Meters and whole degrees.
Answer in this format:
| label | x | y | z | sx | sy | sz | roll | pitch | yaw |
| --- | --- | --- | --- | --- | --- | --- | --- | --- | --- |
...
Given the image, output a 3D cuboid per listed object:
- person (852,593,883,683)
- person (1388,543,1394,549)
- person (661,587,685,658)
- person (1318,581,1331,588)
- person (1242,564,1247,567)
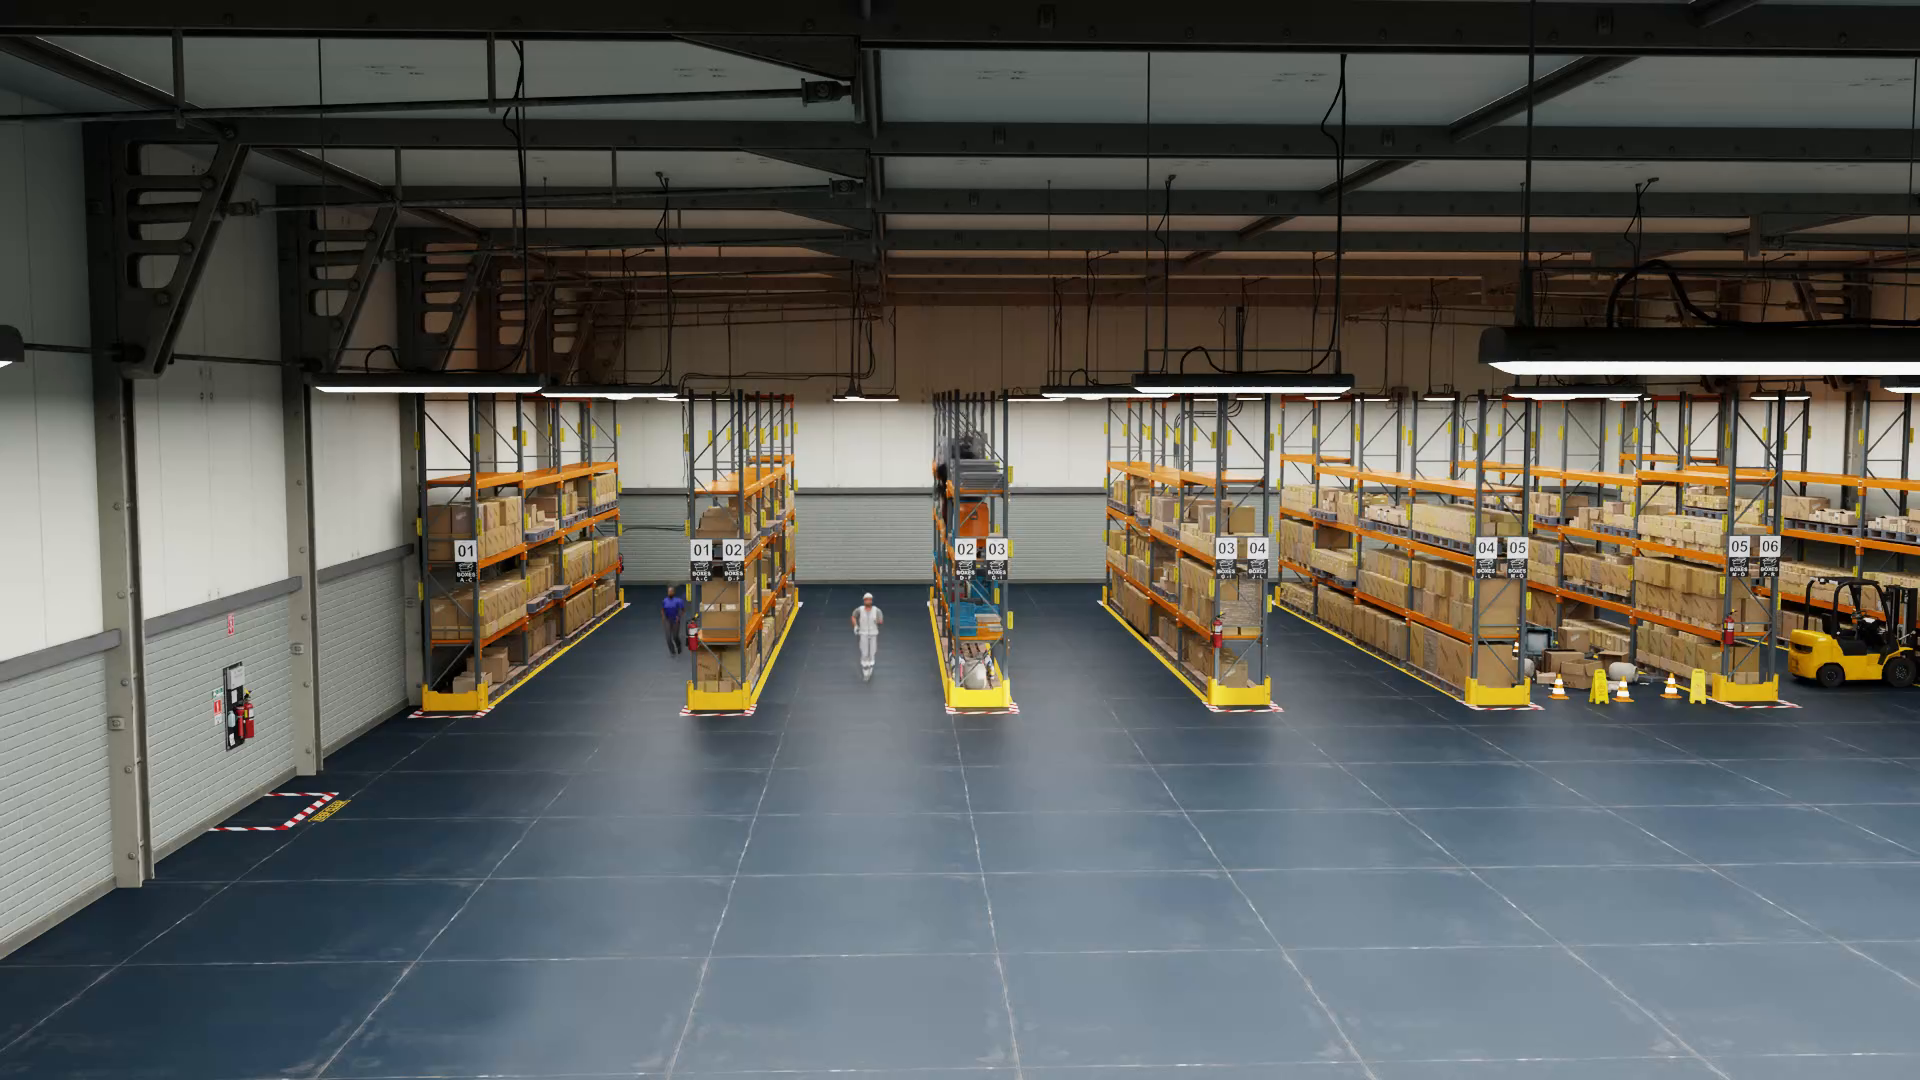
| label | x | y | z | sx | sy | sz | roll | pitch | yaw |
| --- | --- | --- | --- | --- | --- | --- | --- | --- | --- |
| person | -1.899 | 2.021 | 34.447 | 0.630 | 1.844 | 0.735 | -1 | 5 | -10 |
| person | 12.896 | 0.879 | 49.230 | 0.774 | 1.722 | 0.563 | 0 | 5 | 0 |
| person | -6.497 | 1.861 | 37.509 | 0.555 | 1.609 | 0.530 | 0 | 5 | 4 |
| person | 10.745 | 0.962 | 48.854 | 0.627 | 1.608 | 0.541 | -2 | 5 | -26 |
| person | 7.949 | 1.108 | 46.326 | 0.626 | 1.784 | 0.758 | 1 | 5 | 10 |
